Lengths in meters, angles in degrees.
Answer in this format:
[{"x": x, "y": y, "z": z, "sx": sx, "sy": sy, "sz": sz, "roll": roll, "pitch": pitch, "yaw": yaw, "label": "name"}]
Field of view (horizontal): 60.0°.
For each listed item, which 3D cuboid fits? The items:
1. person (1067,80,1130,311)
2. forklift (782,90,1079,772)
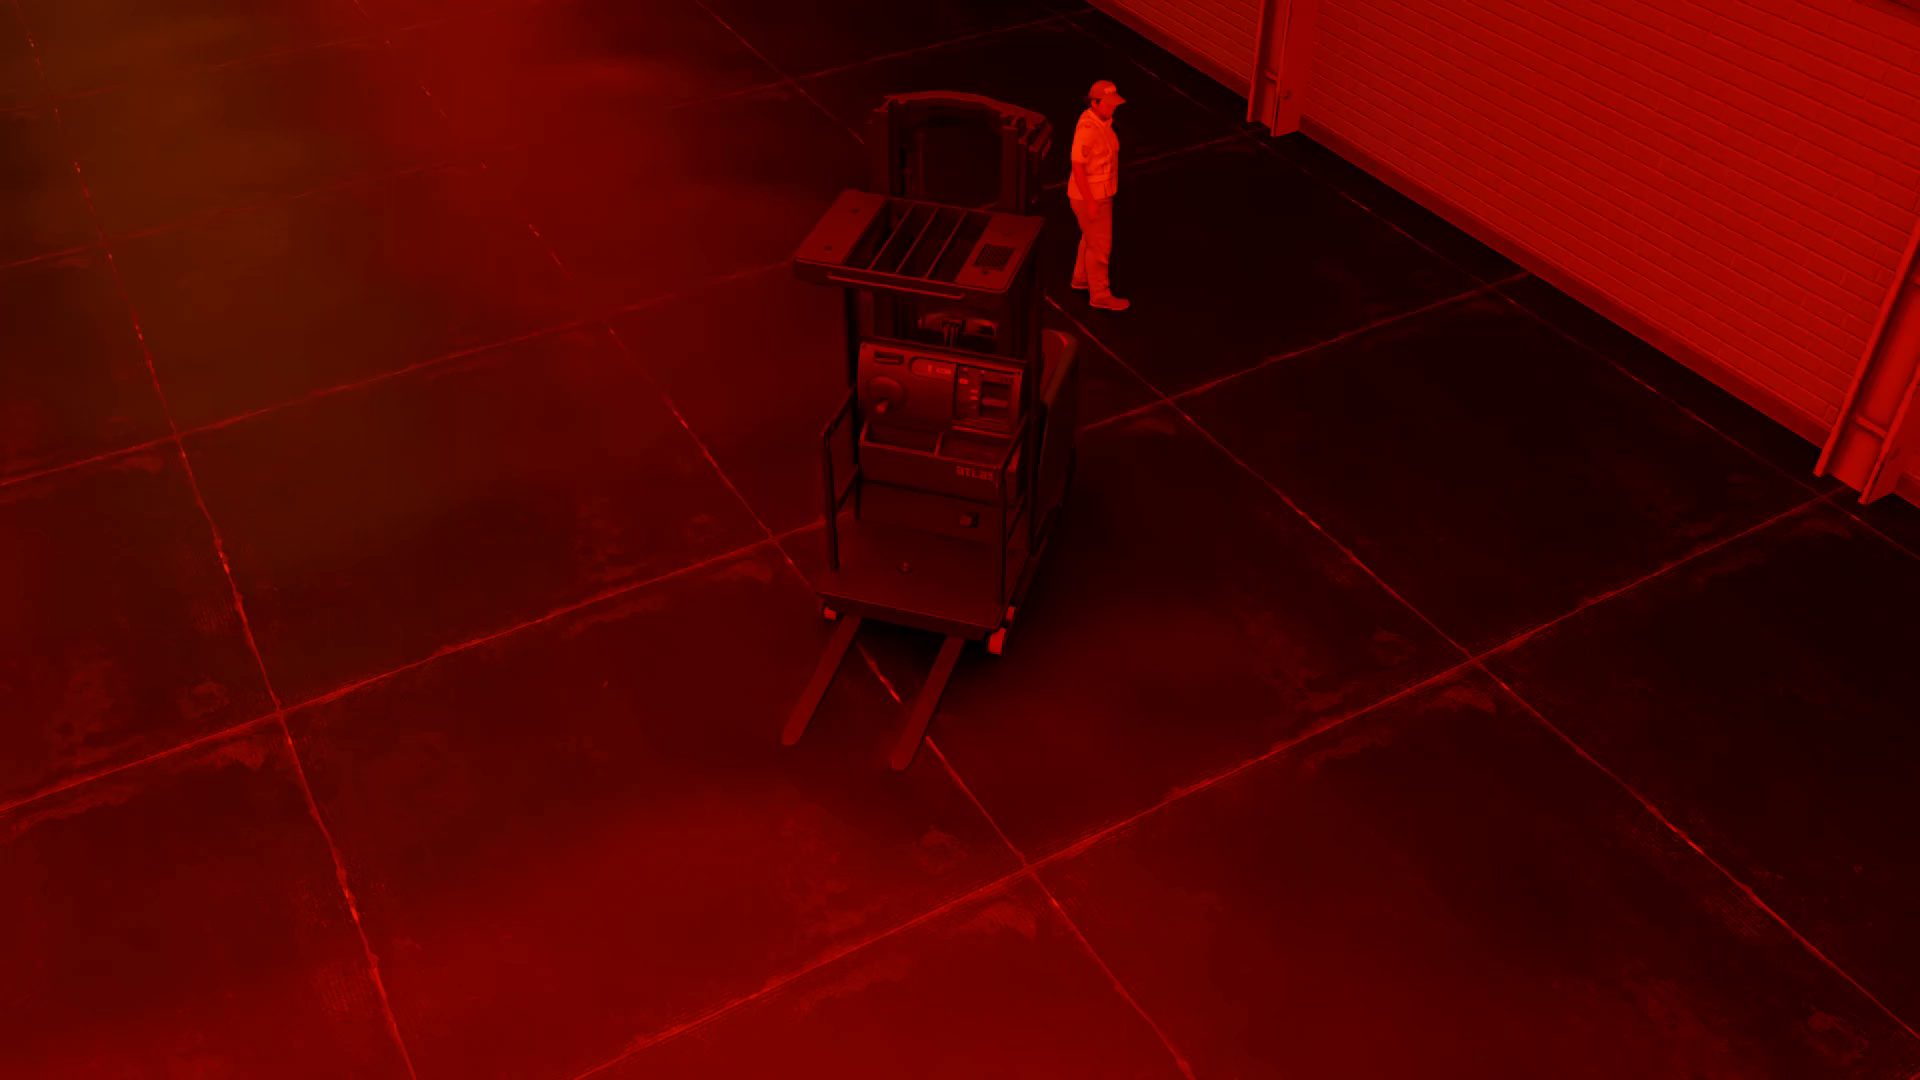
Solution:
[{"x": 1.039, "y": -2.512, "z": 12.060, "sx": 0.521, "sy": 1.665, "sz": 0.643, "roll": 6, "pitch": 40, "yaw": 7, "label": "person"}, {"x": -0.173, "y": -0.754, "z": 8.945, "sx": 1.130, "sy": 2.935, "sz": 3.031, "roll": 11, "pitch": 41, "yaw": 13, "label": "forklift"}]
